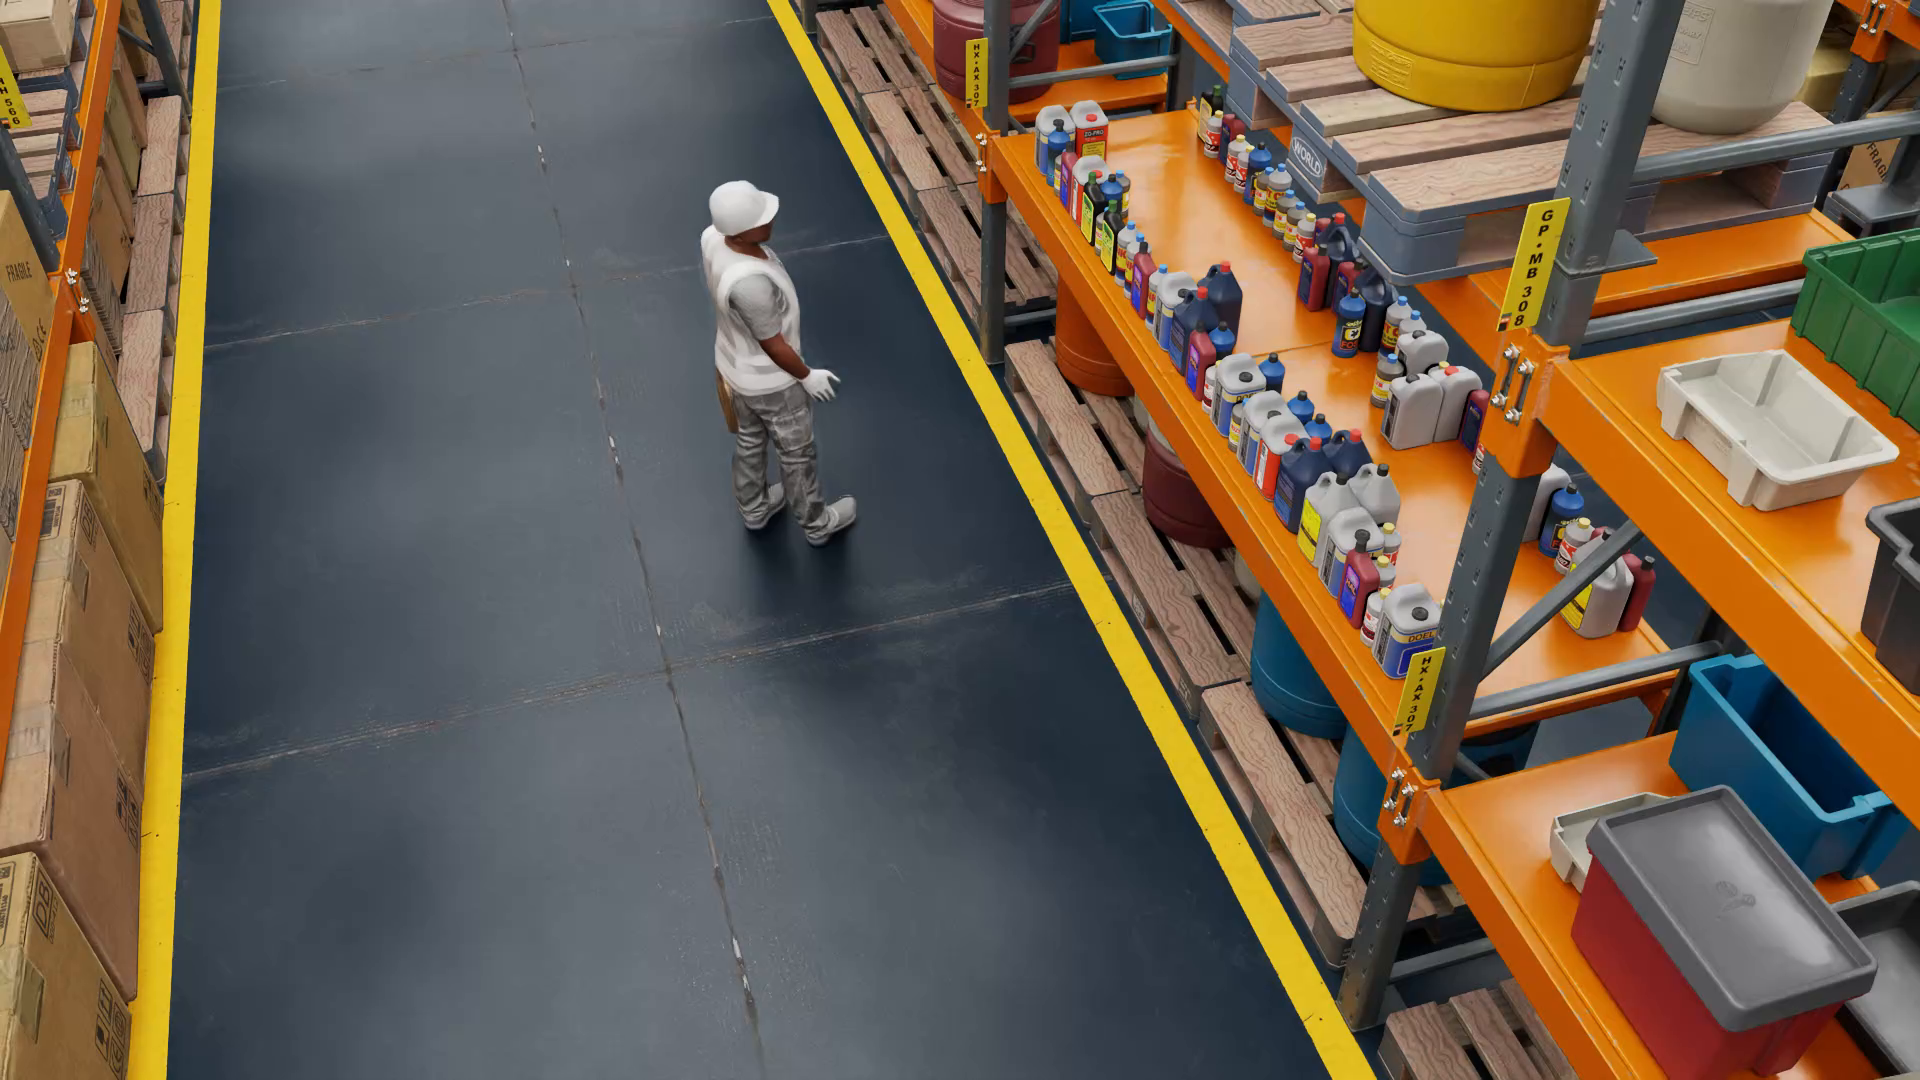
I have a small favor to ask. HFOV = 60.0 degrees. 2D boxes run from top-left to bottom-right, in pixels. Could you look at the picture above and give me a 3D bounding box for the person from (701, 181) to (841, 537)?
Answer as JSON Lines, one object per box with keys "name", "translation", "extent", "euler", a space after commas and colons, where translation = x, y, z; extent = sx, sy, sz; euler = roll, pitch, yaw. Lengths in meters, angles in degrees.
{"name": "person", "translation": [-0.798, -0.751, 6.909], "extent": [0.437, 1.732, 0.549], "euler": [-19, 45, -20]}
